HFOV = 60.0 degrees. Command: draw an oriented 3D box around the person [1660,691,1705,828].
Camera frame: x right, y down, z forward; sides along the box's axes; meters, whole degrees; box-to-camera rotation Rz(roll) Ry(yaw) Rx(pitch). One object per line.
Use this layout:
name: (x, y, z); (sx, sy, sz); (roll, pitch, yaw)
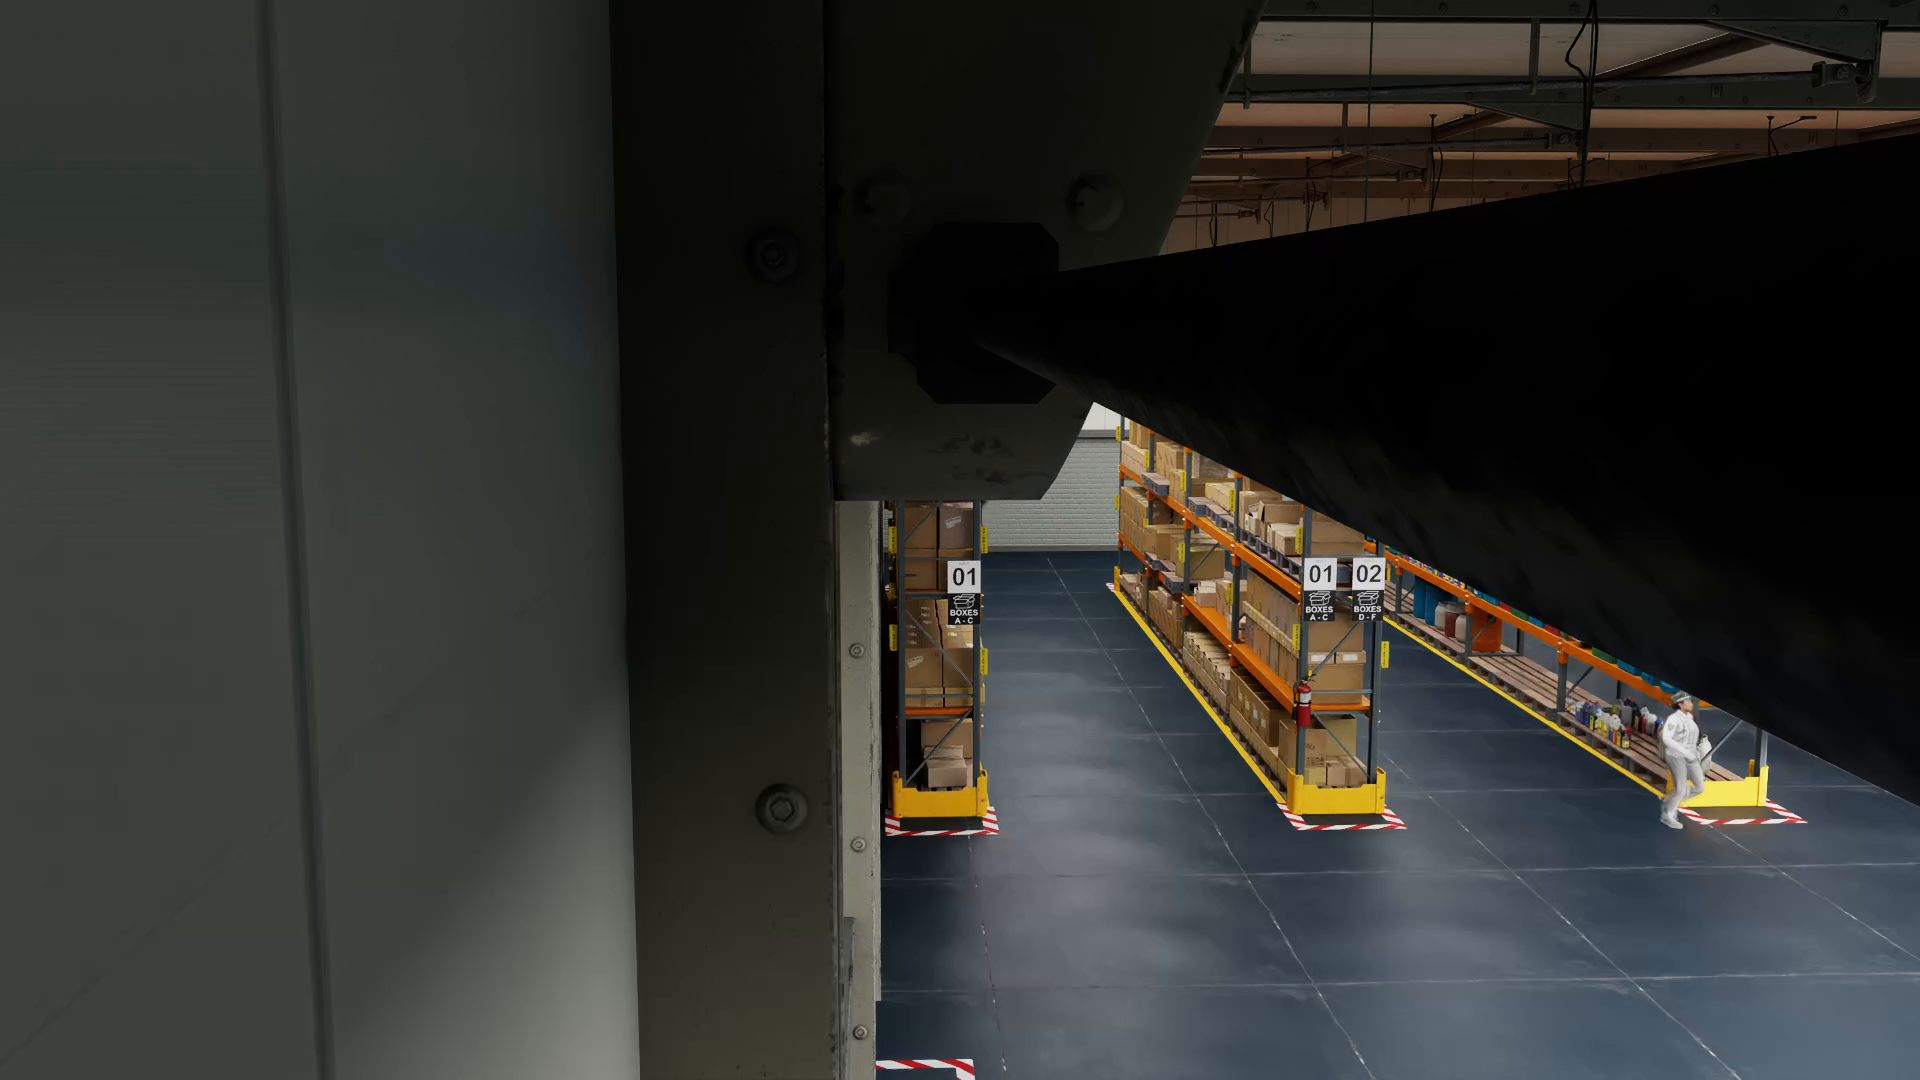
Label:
person: (8.759, 2.638, 20.094); (0.646, 1.670, 0.488); (-6, 10, -36)
